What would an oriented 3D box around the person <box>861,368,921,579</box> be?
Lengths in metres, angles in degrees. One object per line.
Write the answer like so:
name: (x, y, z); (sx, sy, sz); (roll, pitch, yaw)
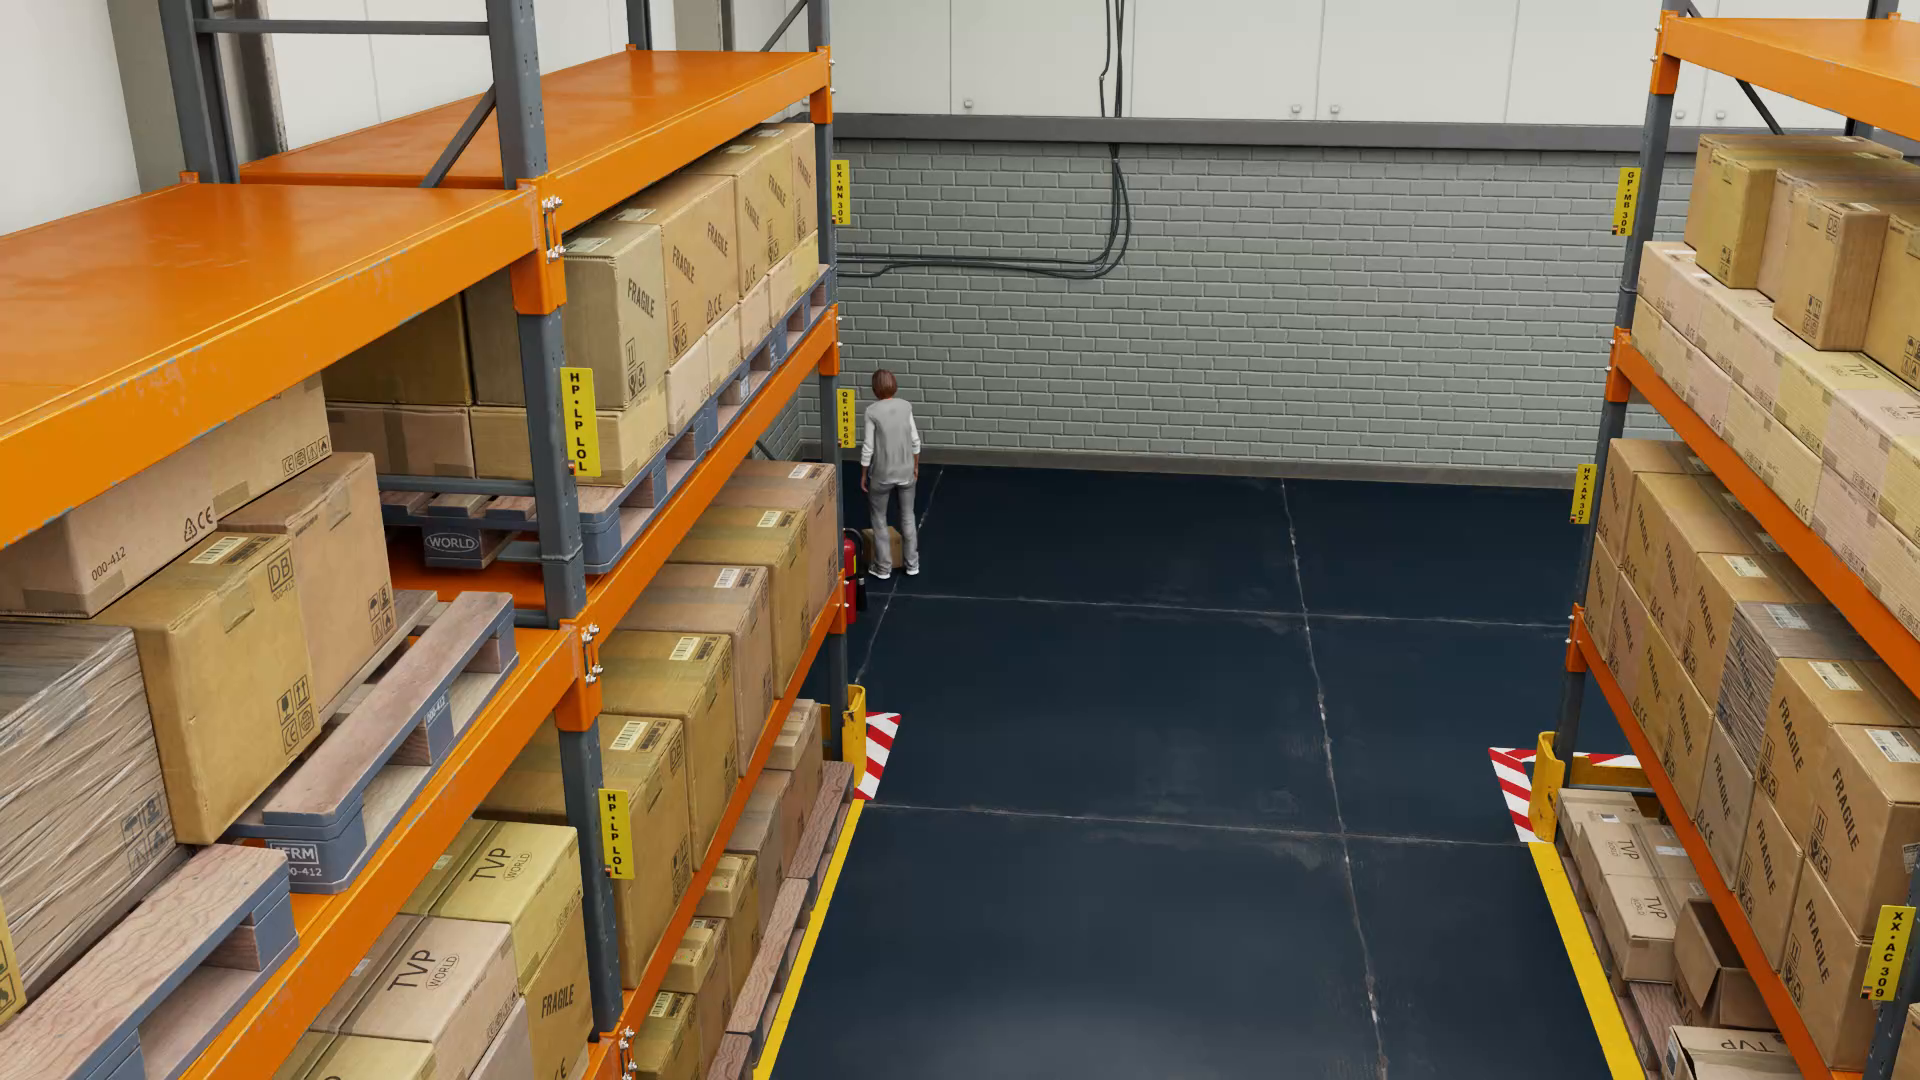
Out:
person: (-0.509, -0.483, 12.327); (0.475, 1.592, 0.349); (-8, 23, -19)
